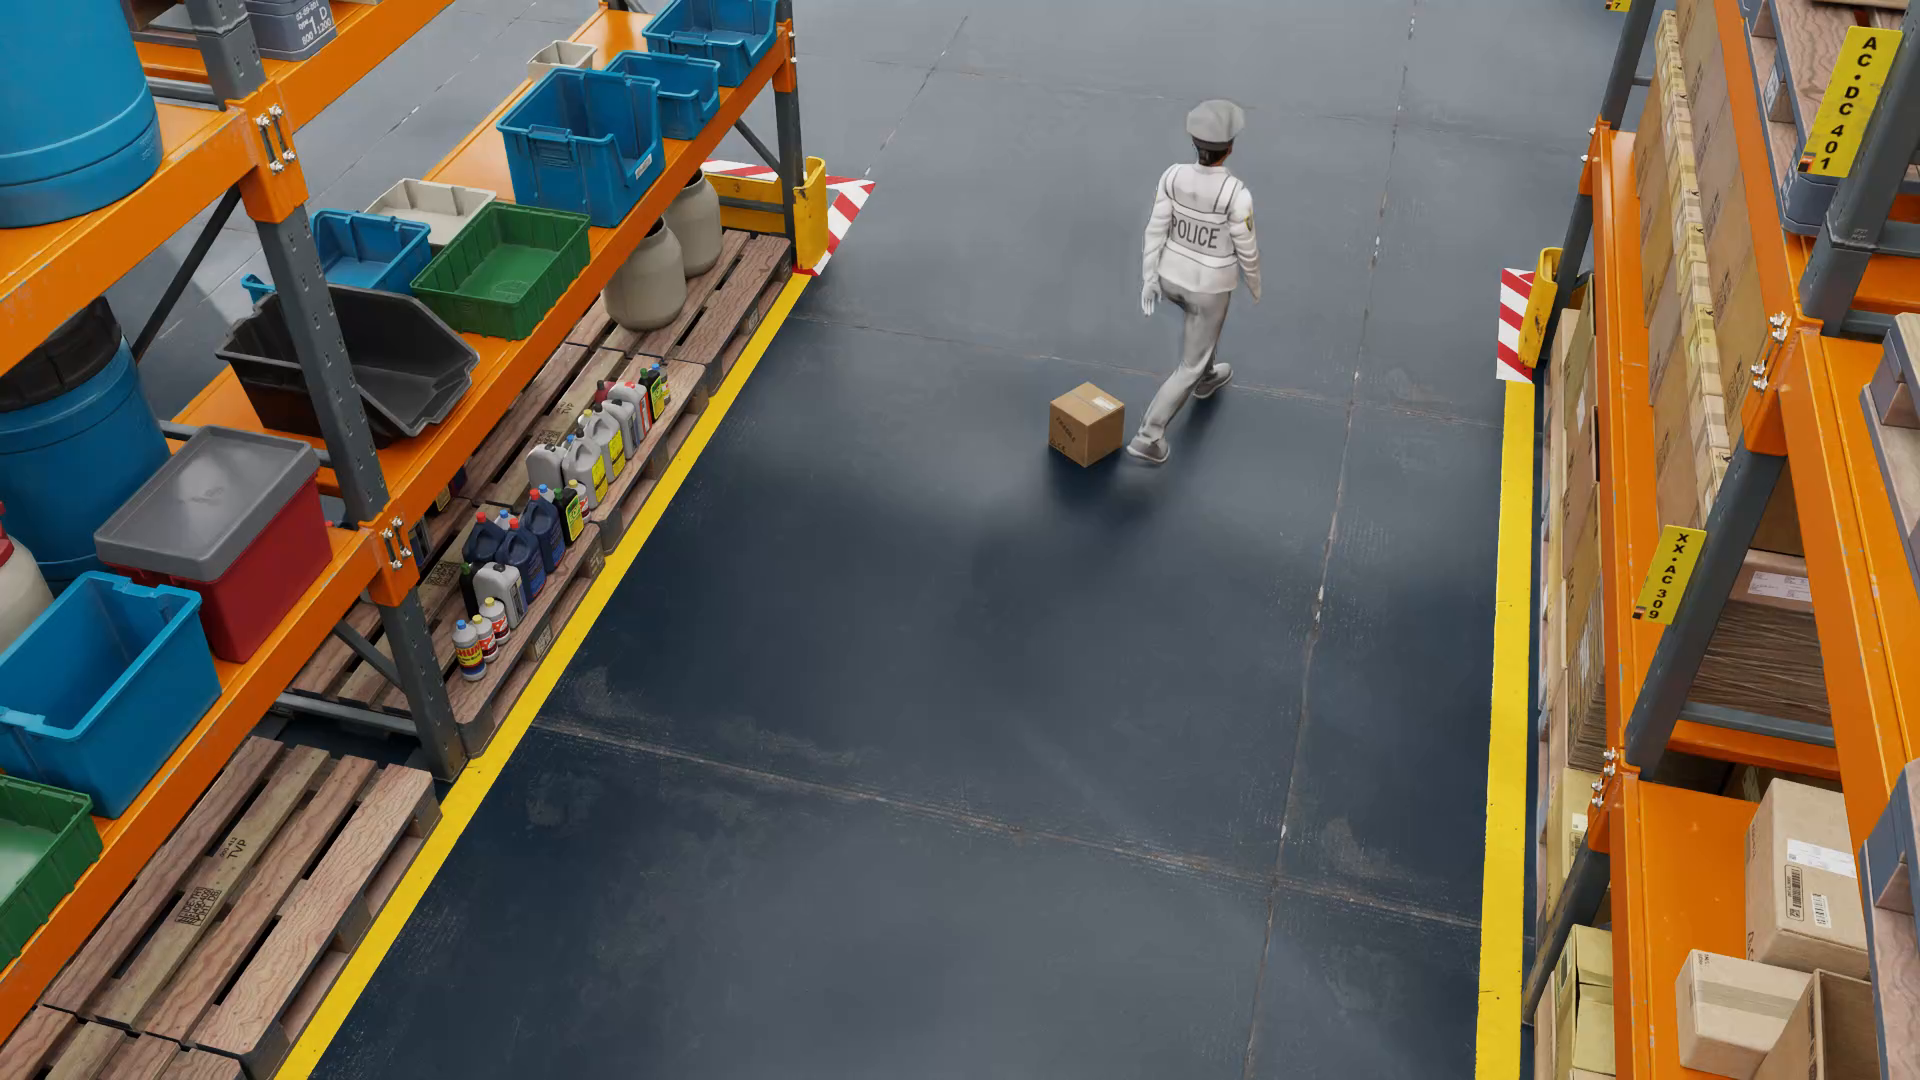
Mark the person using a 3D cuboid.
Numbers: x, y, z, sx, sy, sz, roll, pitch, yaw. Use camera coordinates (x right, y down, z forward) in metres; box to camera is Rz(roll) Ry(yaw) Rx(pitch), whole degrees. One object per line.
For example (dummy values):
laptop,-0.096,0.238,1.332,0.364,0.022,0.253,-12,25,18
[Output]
person,1.054,-1.159,7.458,0.484,1.621,1.025,31,50,31
